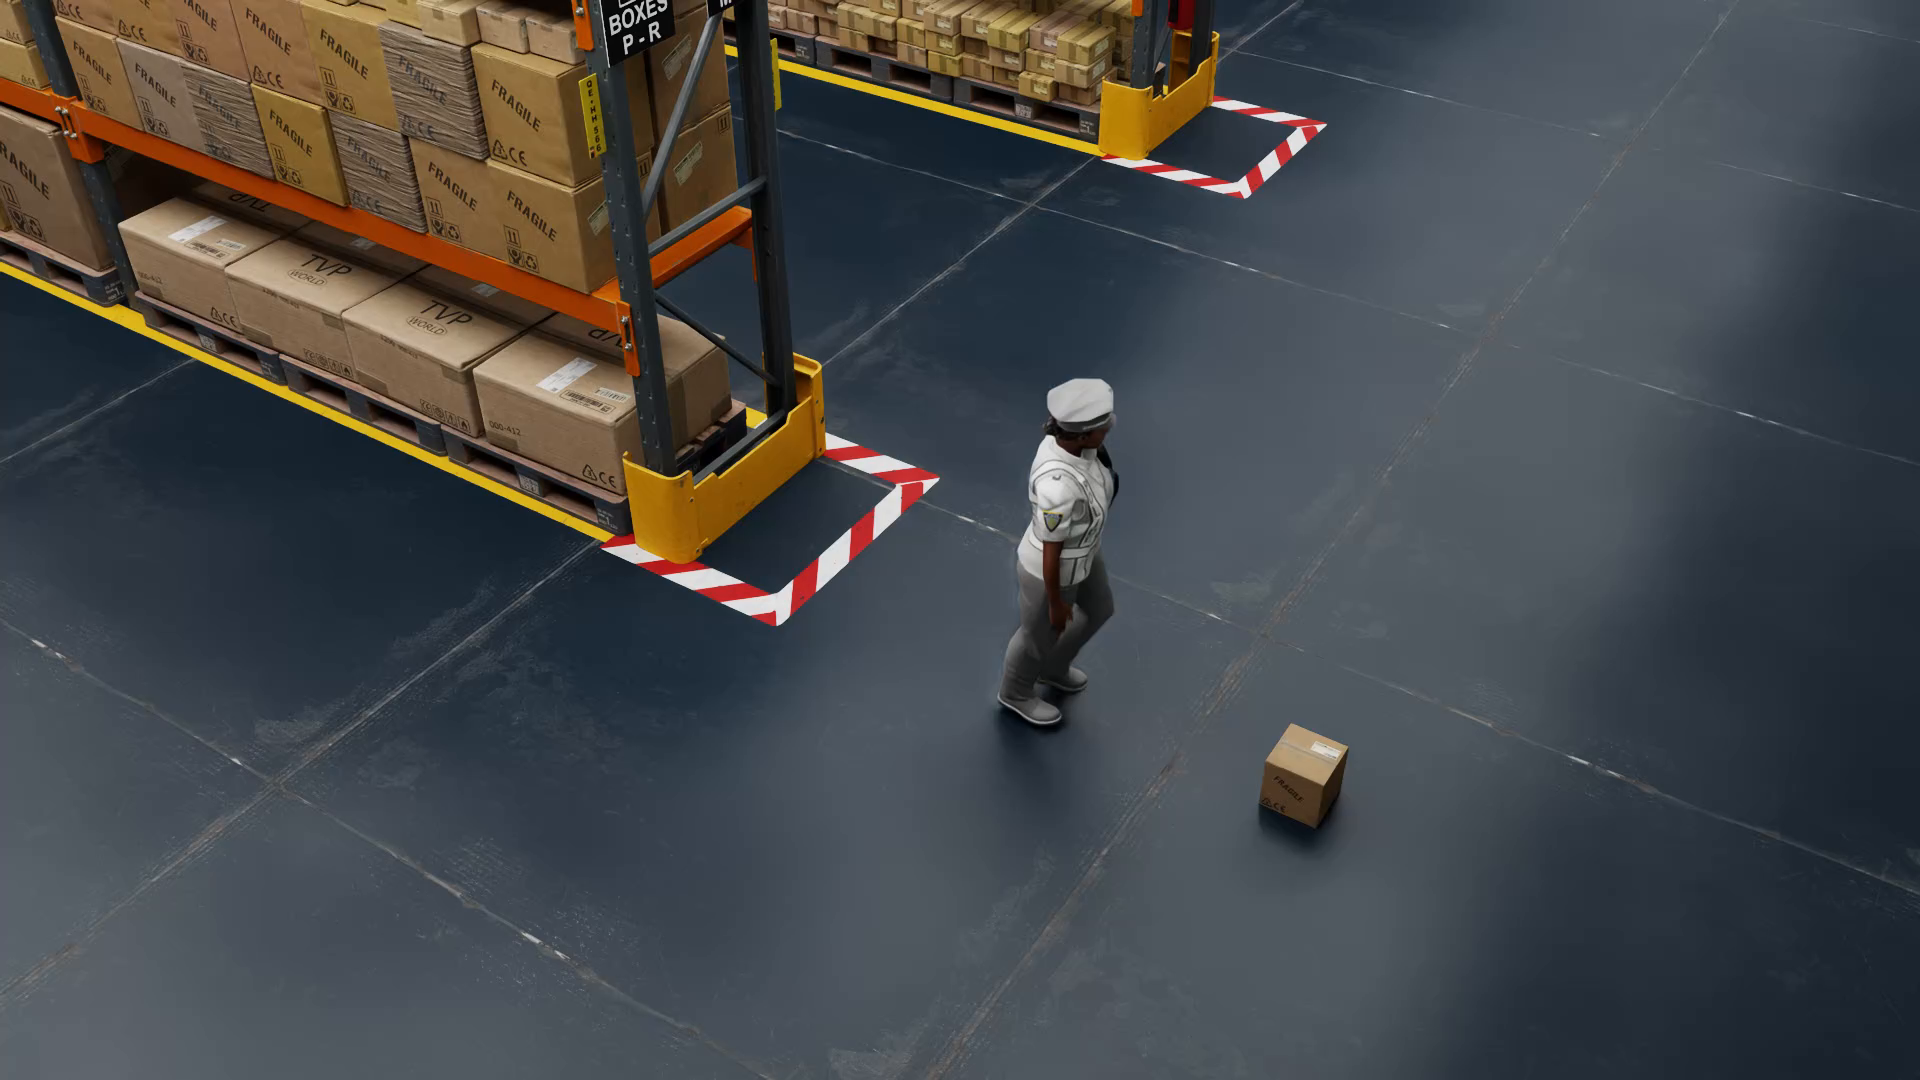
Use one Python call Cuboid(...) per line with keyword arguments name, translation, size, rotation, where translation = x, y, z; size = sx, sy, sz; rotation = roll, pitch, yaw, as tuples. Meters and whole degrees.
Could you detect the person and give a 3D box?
Cuboid(name="person", translation=(0.377, 0.082, 6.565), size=(0.439, 1.680, 0.521), rotation=(12, 40, 15))
